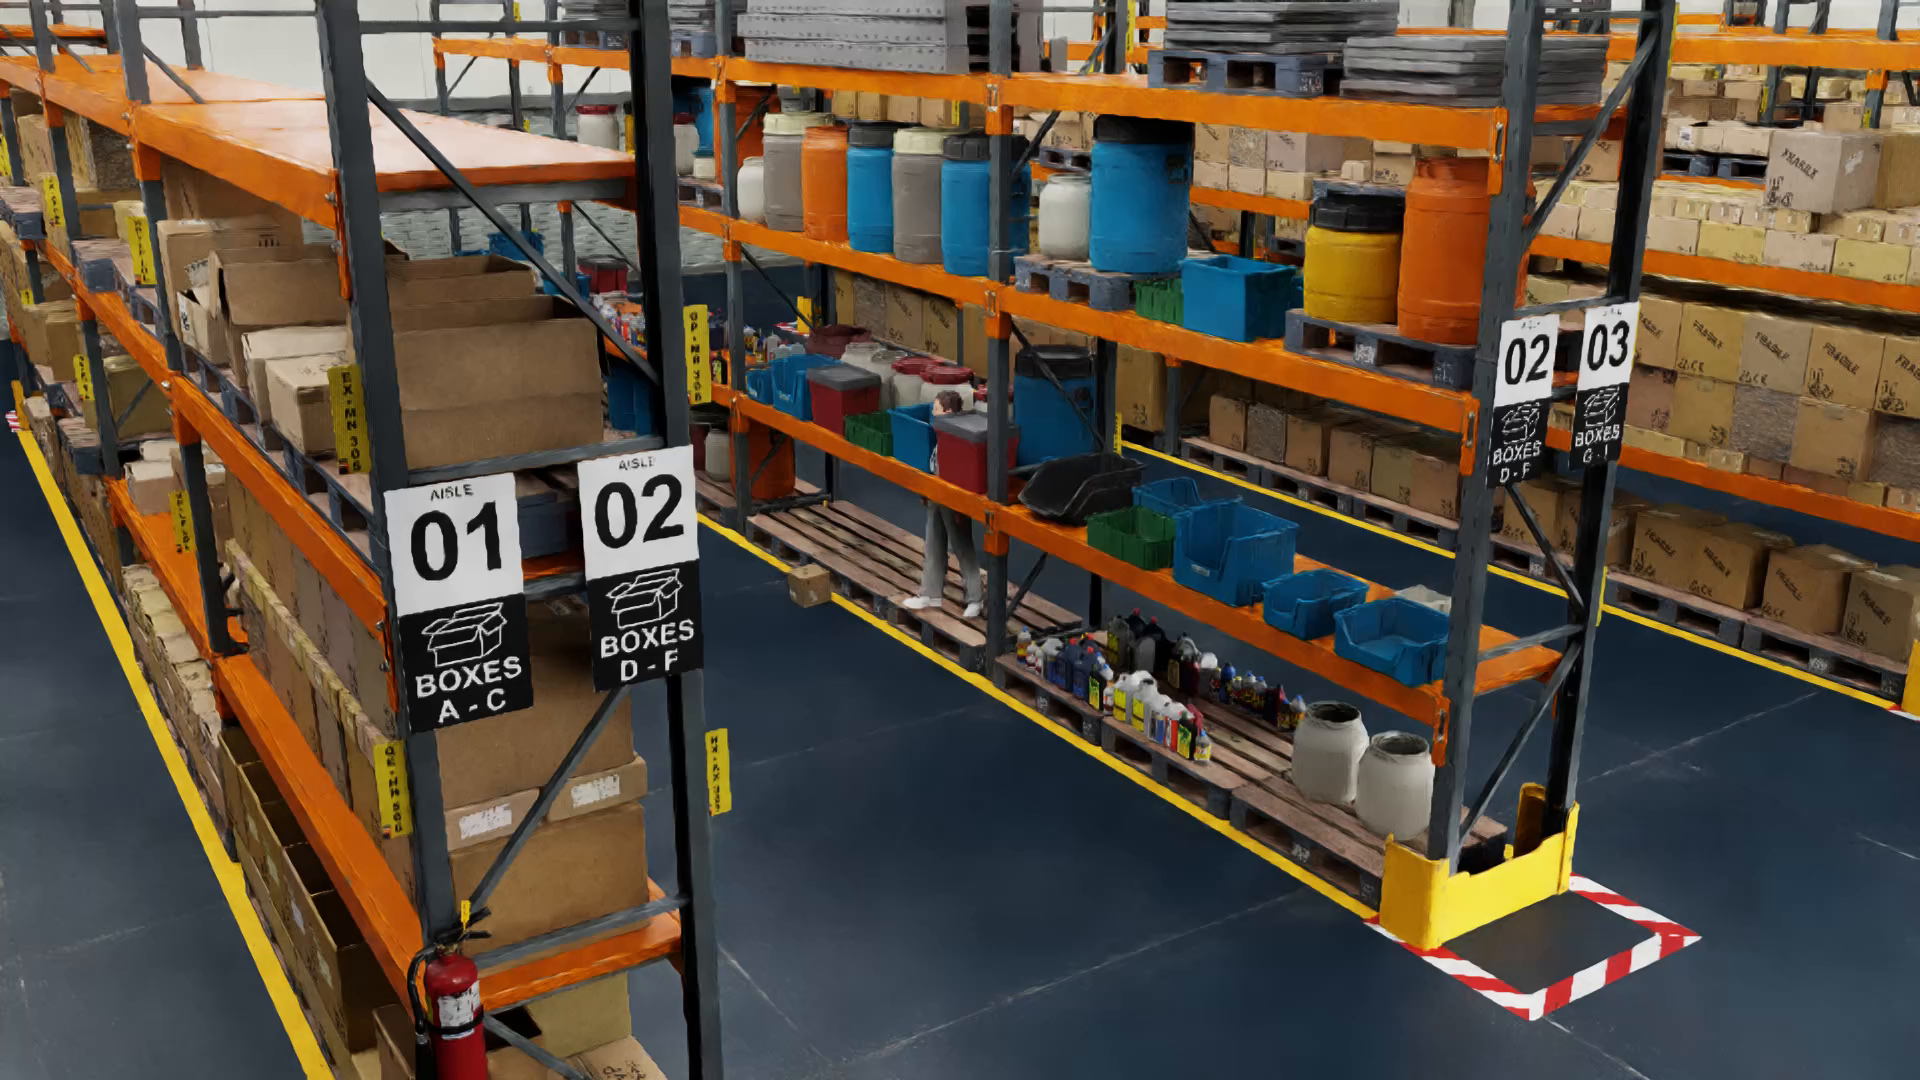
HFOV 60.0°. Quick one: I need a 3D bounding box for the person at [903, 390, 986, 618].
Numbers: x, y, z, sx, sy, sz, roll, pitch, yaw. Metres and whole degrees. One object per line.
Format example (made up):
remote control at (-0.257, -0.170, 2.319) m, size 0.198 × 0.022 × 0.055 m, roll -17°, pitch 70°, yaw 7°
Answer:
person at (-0.118, -0.228, 12.202) m, size 0.568 × 1.561 × 0.612 m, roll -8°, pitch 20°, yaw -24°
